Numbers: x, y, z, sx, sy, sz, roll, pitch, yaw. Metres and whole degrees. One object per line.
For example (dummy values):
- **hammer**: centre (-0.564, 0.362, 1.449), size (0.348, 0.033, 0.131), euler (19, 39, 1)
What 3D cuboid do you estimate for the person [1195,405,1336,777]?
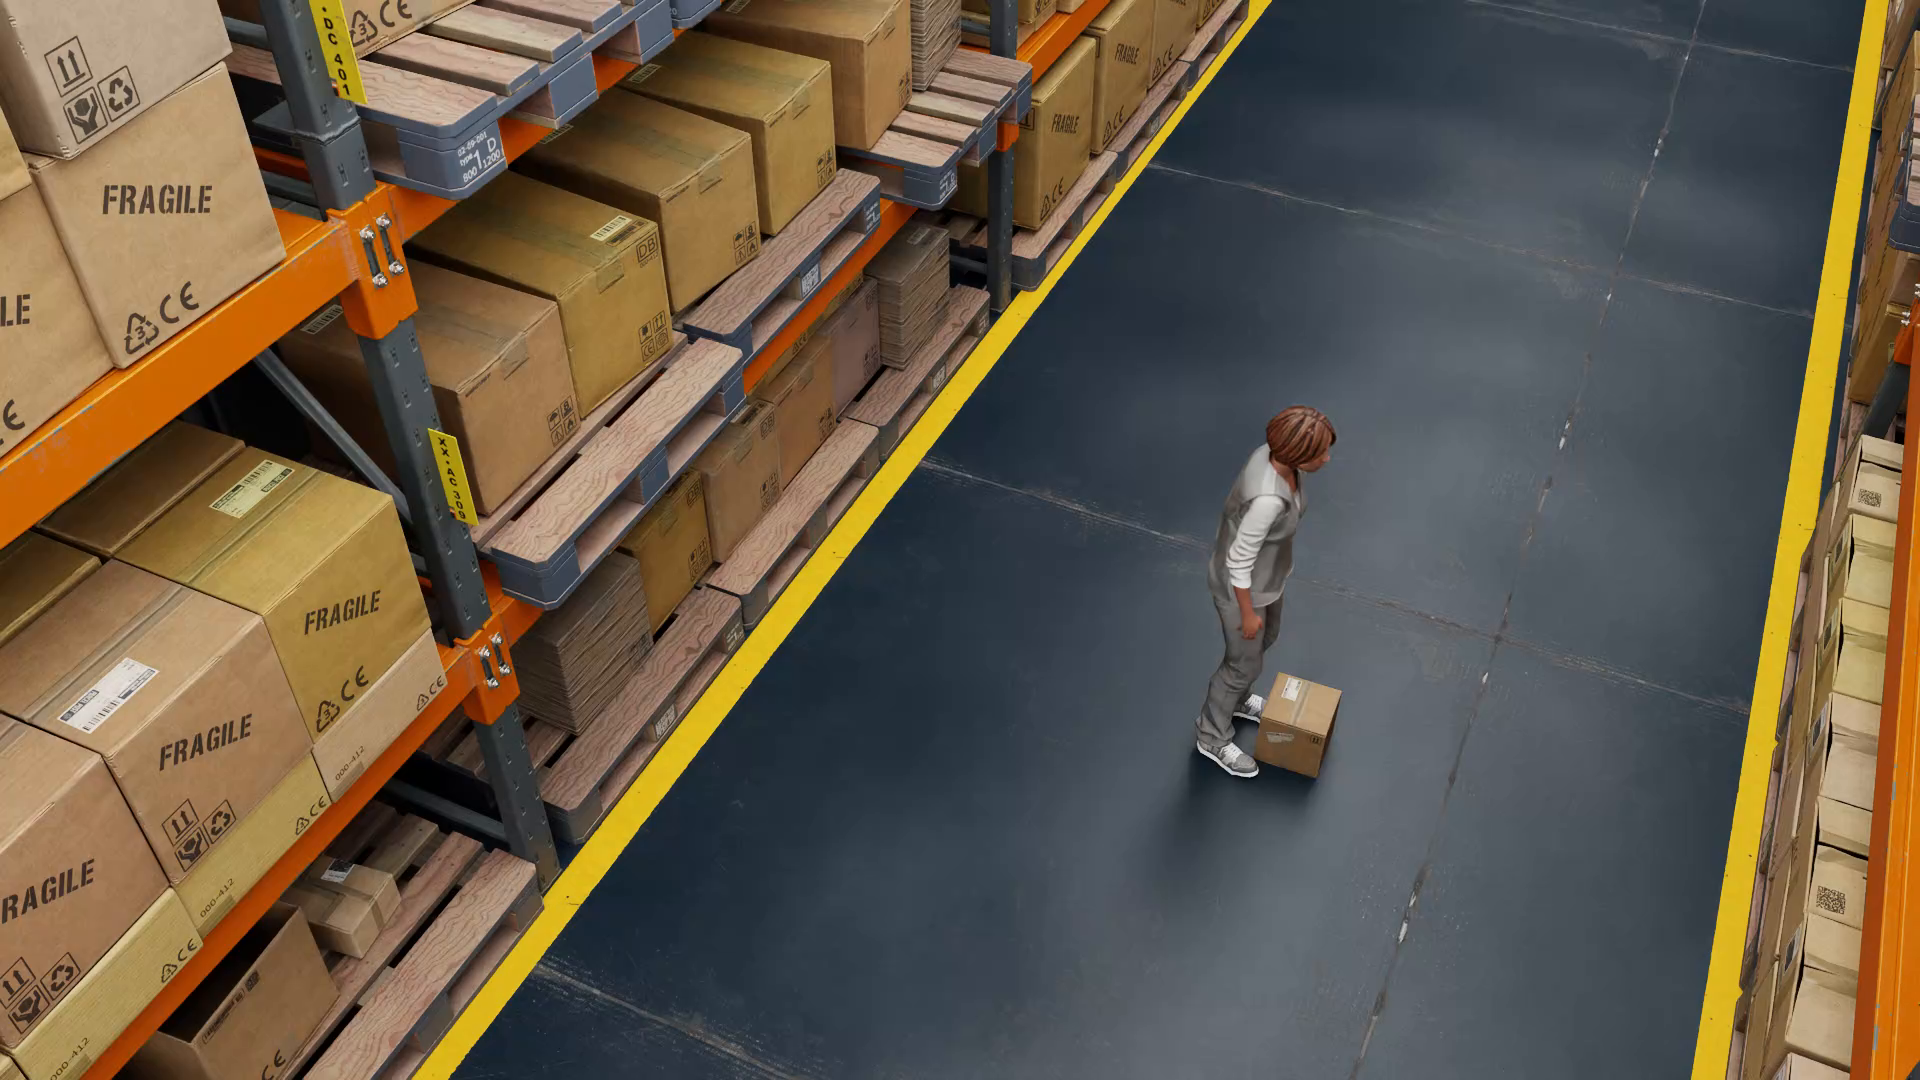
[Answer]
- **person**: centre (1.072, 0.159, 6.004), size (0.344, 1.582, 0.463), euler (18, 45, 18)
